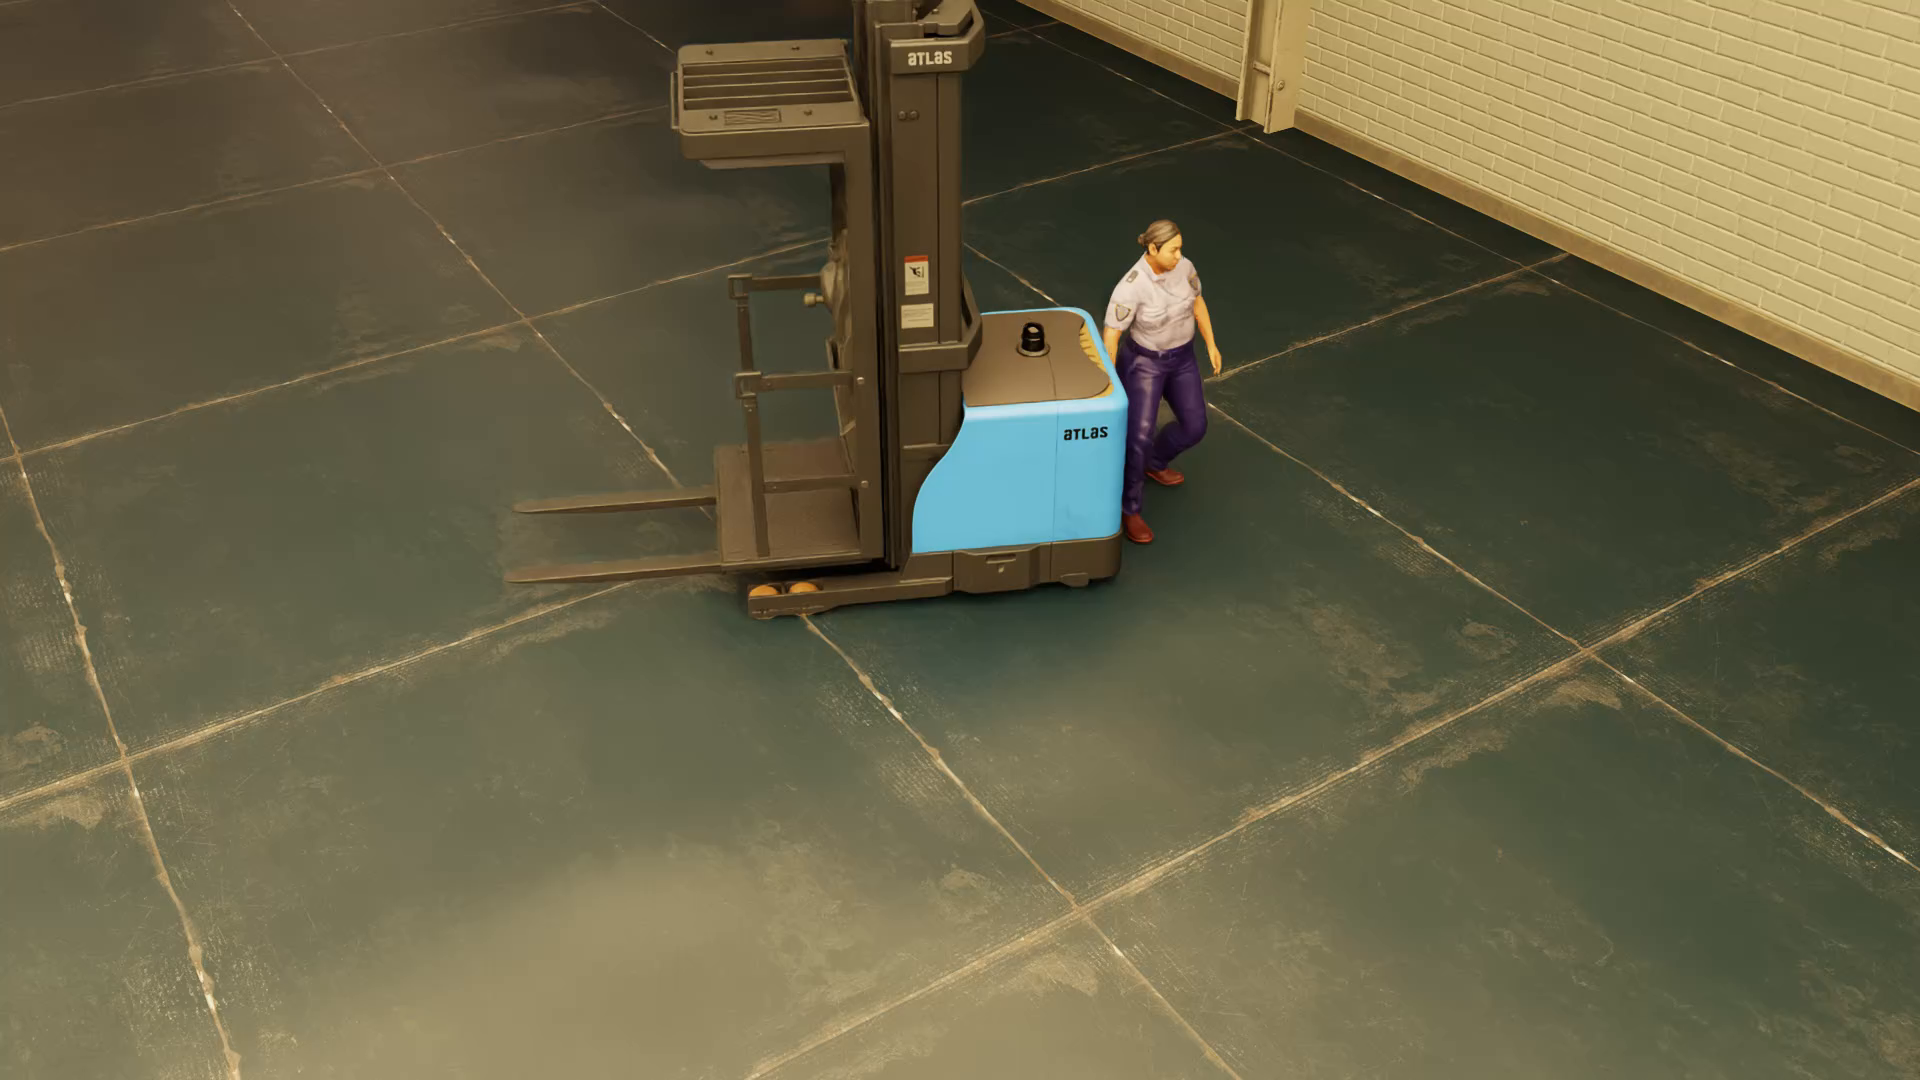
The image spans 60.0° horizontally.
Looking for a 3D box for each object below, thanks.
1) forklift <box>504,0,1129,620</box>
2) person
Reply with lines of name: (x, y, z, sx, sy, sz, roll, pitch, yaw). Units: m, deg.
forklift: (-0.751, -1.133, 7.761, 3.031, 2.935, 1.130, -5, 35, -7)
person: (1.068, -0.848, 8.538, 0.710, 1.579, 0.640, -19, 39, -24)
